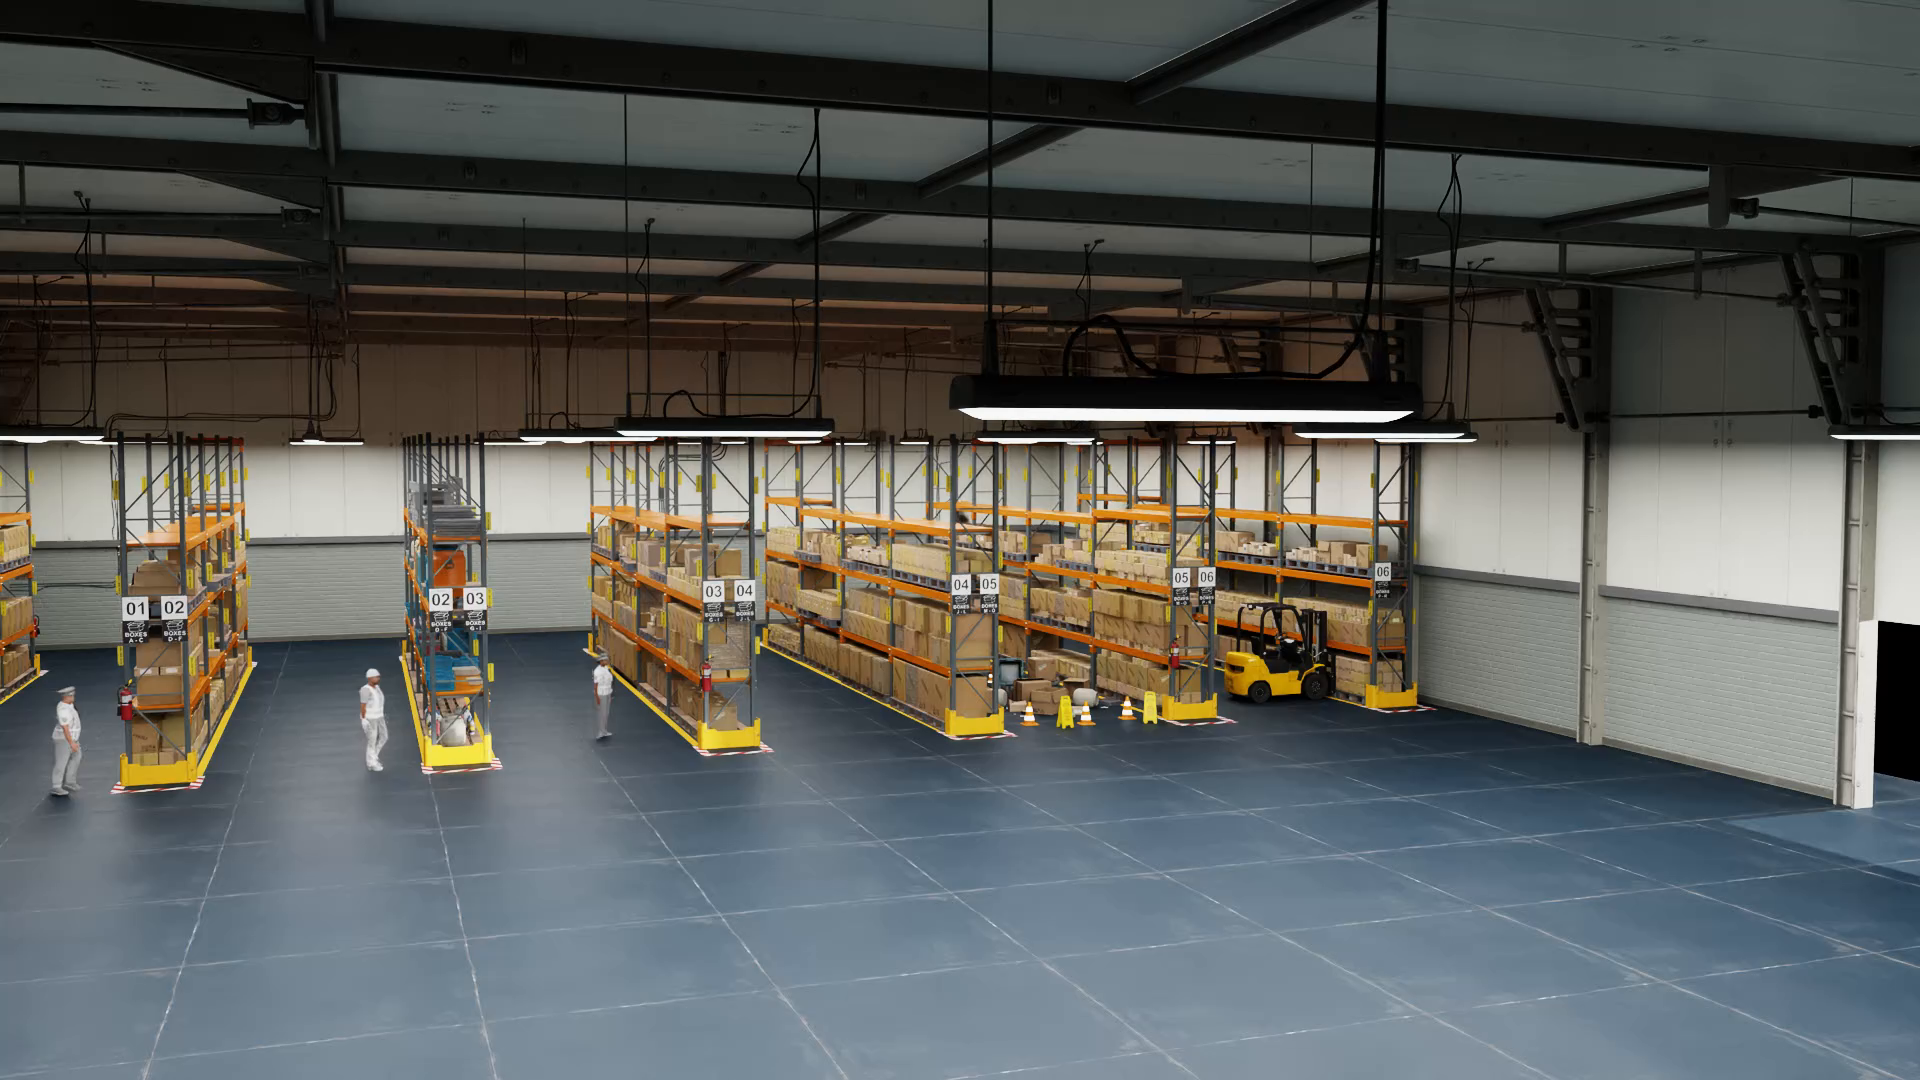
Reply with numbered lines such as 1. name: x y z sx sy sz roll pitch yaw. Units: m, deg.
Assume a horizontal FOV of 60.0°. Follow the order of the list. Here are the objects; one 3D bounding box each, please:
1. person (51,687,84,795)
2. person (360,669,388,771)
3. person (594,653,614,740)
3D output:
1. person: -14.819 3.339 27.622 0.467 1.805 0.683 -1 3 -13
2. person: -10.462 3.202 29.660 0.444 1.800 0.646 0 3 5
3. person: -7.061 3.067 32.872 0.359 1.698 0.509 1 3 17
